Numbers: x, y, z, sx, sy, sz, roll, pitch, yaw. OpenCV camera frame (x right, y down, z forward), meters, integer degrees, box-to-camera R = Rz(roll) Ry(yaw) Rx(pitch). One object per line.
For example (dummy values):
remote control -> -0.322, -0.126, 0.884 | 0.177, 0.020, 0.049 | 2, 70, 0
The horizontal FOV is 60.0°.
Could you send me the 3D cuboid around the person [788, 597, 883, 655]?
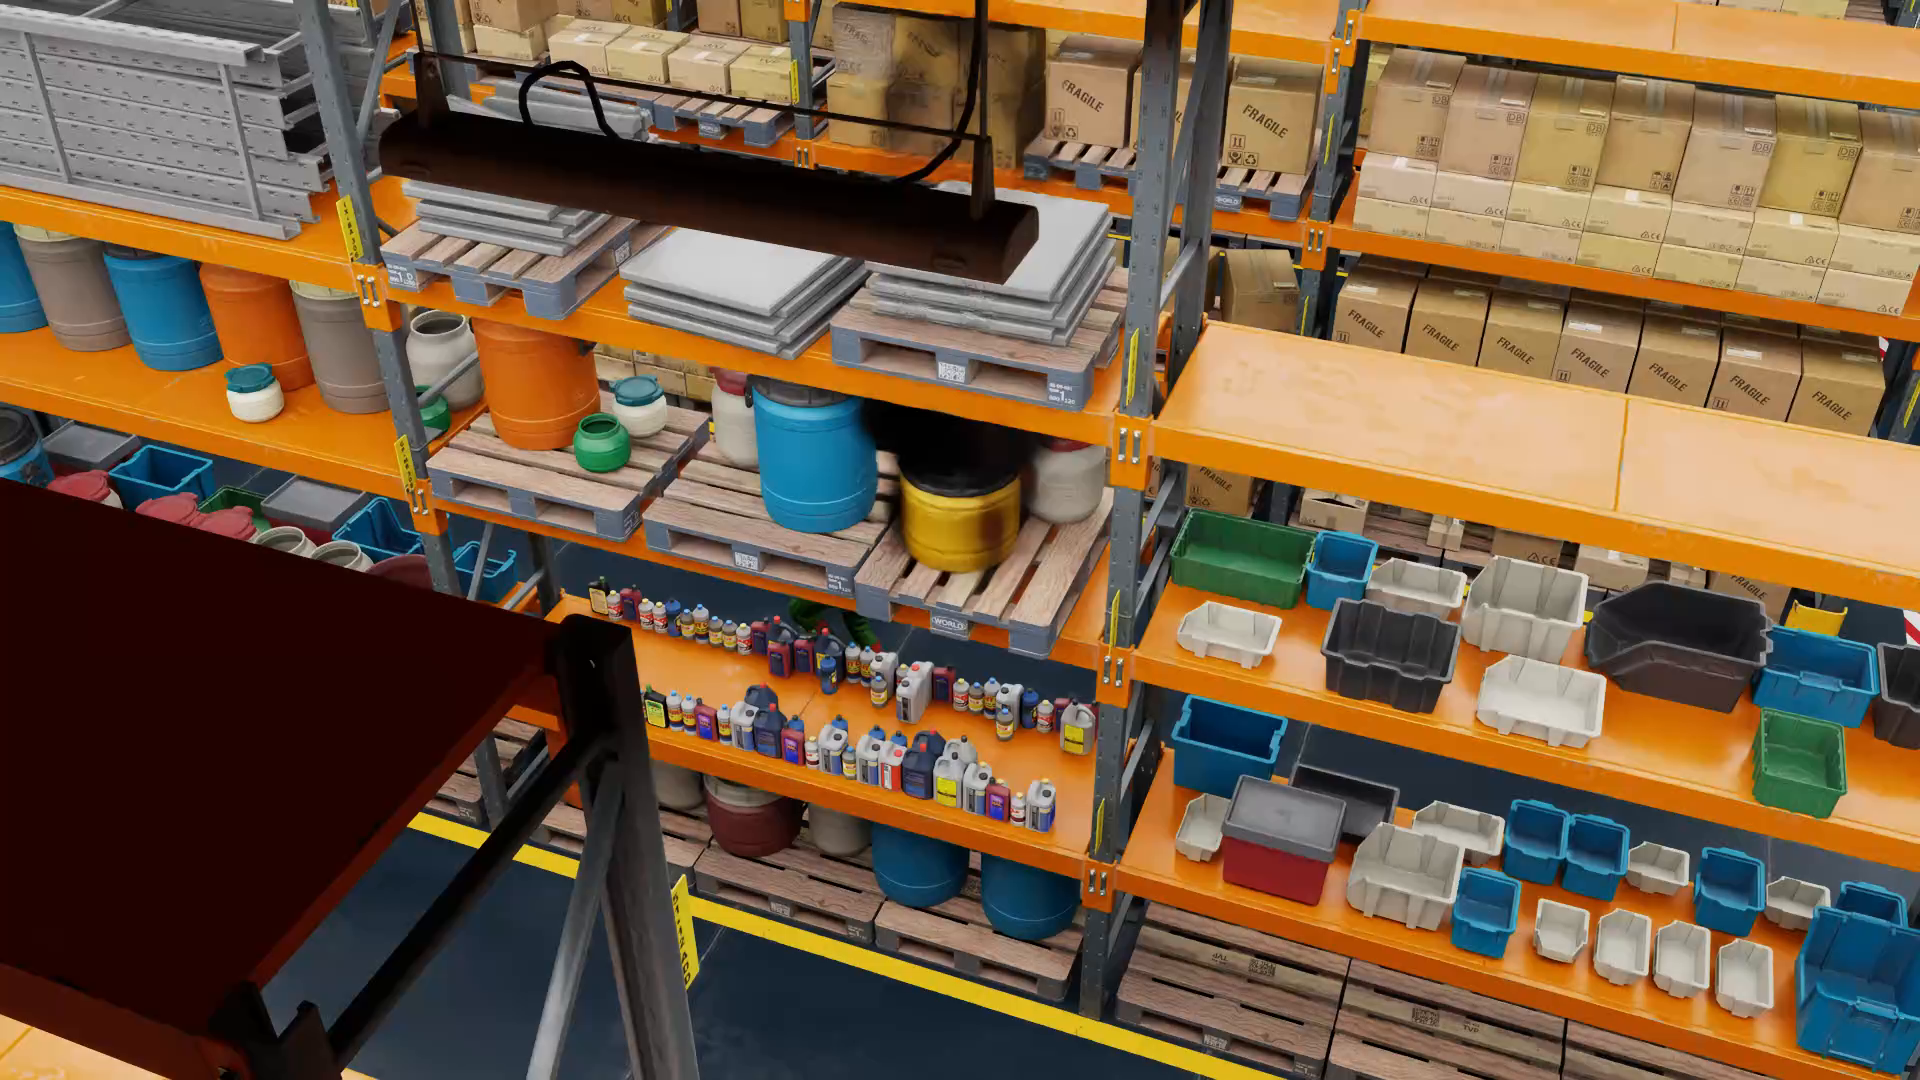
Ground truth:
person -> -0.884, 0.292, 11.519 | 0.862, 1.697, 0.633 | 16, 39, 20
